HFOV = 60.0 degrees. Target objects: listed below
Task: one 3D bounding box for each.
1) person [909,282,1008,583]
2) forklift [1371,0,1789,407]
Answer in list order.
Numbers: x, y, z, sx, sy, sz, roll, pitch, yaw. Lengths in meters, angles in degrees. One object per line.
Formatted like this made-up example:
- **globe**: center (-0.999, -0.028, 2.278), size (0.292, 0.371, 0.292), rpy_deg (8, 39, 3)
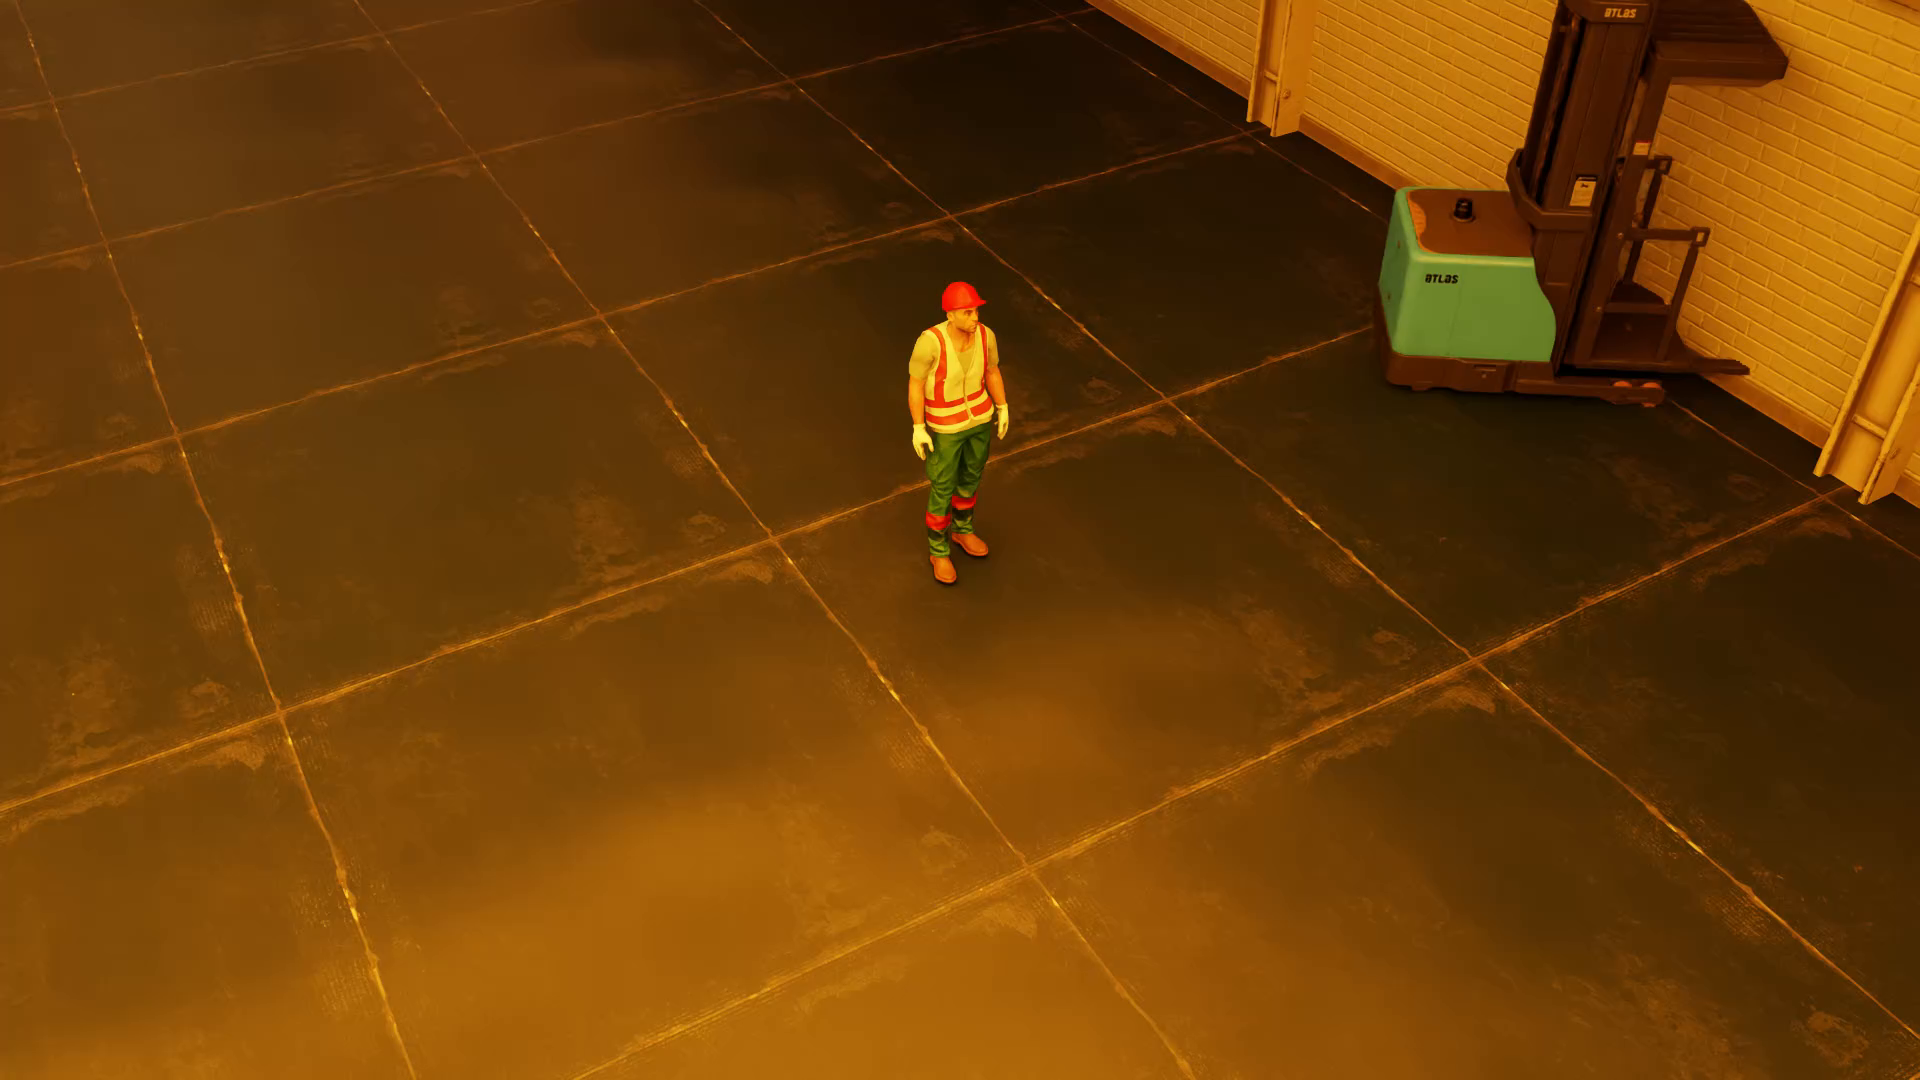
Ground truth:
- **person**: center (0.029, -0.646, 9.698), size (0.637, 1.787, 0.564), rpy_deg (-20, 44, -23)
- **forklift**: center (4.501, -2.399, 10.929), size (3.031, 2.935, 1.130), rpy_deg (3, 40, 4)
